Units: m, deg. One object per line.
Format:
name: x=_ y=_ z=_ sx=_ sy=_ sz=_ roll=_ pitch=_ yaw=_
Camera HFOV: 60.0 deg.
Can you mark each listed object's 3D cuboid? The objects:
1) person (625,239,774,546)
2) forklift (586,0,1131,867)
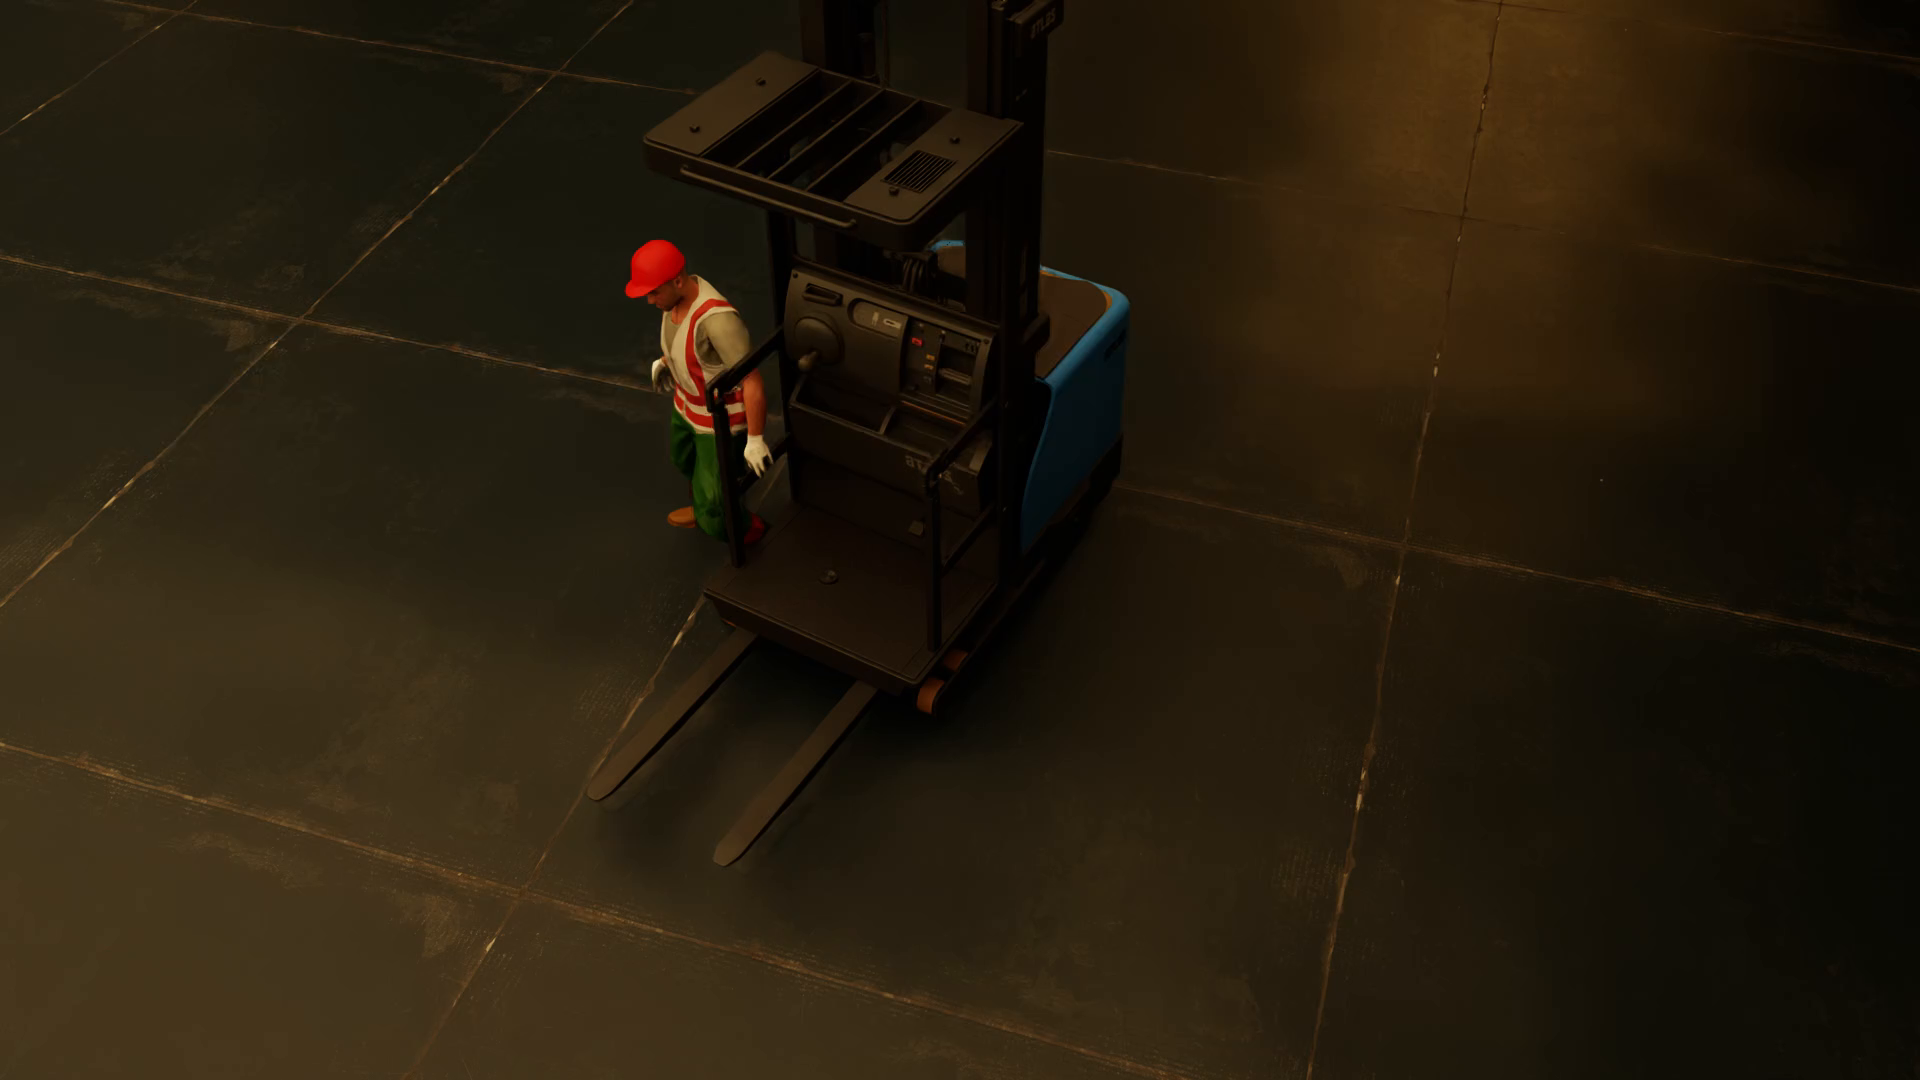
person: x=-1.117 y=-0.530 z=7.155 sx=0.448 sy=1.734 sz=0.955 roll=-26 pitch=49 yaw=-25
forklift: x=-0.398 y=-0.693 z=6.434 sx=1.130 sy=2.935 sz=3.031 roll=22 pitch=47 yaw=22
